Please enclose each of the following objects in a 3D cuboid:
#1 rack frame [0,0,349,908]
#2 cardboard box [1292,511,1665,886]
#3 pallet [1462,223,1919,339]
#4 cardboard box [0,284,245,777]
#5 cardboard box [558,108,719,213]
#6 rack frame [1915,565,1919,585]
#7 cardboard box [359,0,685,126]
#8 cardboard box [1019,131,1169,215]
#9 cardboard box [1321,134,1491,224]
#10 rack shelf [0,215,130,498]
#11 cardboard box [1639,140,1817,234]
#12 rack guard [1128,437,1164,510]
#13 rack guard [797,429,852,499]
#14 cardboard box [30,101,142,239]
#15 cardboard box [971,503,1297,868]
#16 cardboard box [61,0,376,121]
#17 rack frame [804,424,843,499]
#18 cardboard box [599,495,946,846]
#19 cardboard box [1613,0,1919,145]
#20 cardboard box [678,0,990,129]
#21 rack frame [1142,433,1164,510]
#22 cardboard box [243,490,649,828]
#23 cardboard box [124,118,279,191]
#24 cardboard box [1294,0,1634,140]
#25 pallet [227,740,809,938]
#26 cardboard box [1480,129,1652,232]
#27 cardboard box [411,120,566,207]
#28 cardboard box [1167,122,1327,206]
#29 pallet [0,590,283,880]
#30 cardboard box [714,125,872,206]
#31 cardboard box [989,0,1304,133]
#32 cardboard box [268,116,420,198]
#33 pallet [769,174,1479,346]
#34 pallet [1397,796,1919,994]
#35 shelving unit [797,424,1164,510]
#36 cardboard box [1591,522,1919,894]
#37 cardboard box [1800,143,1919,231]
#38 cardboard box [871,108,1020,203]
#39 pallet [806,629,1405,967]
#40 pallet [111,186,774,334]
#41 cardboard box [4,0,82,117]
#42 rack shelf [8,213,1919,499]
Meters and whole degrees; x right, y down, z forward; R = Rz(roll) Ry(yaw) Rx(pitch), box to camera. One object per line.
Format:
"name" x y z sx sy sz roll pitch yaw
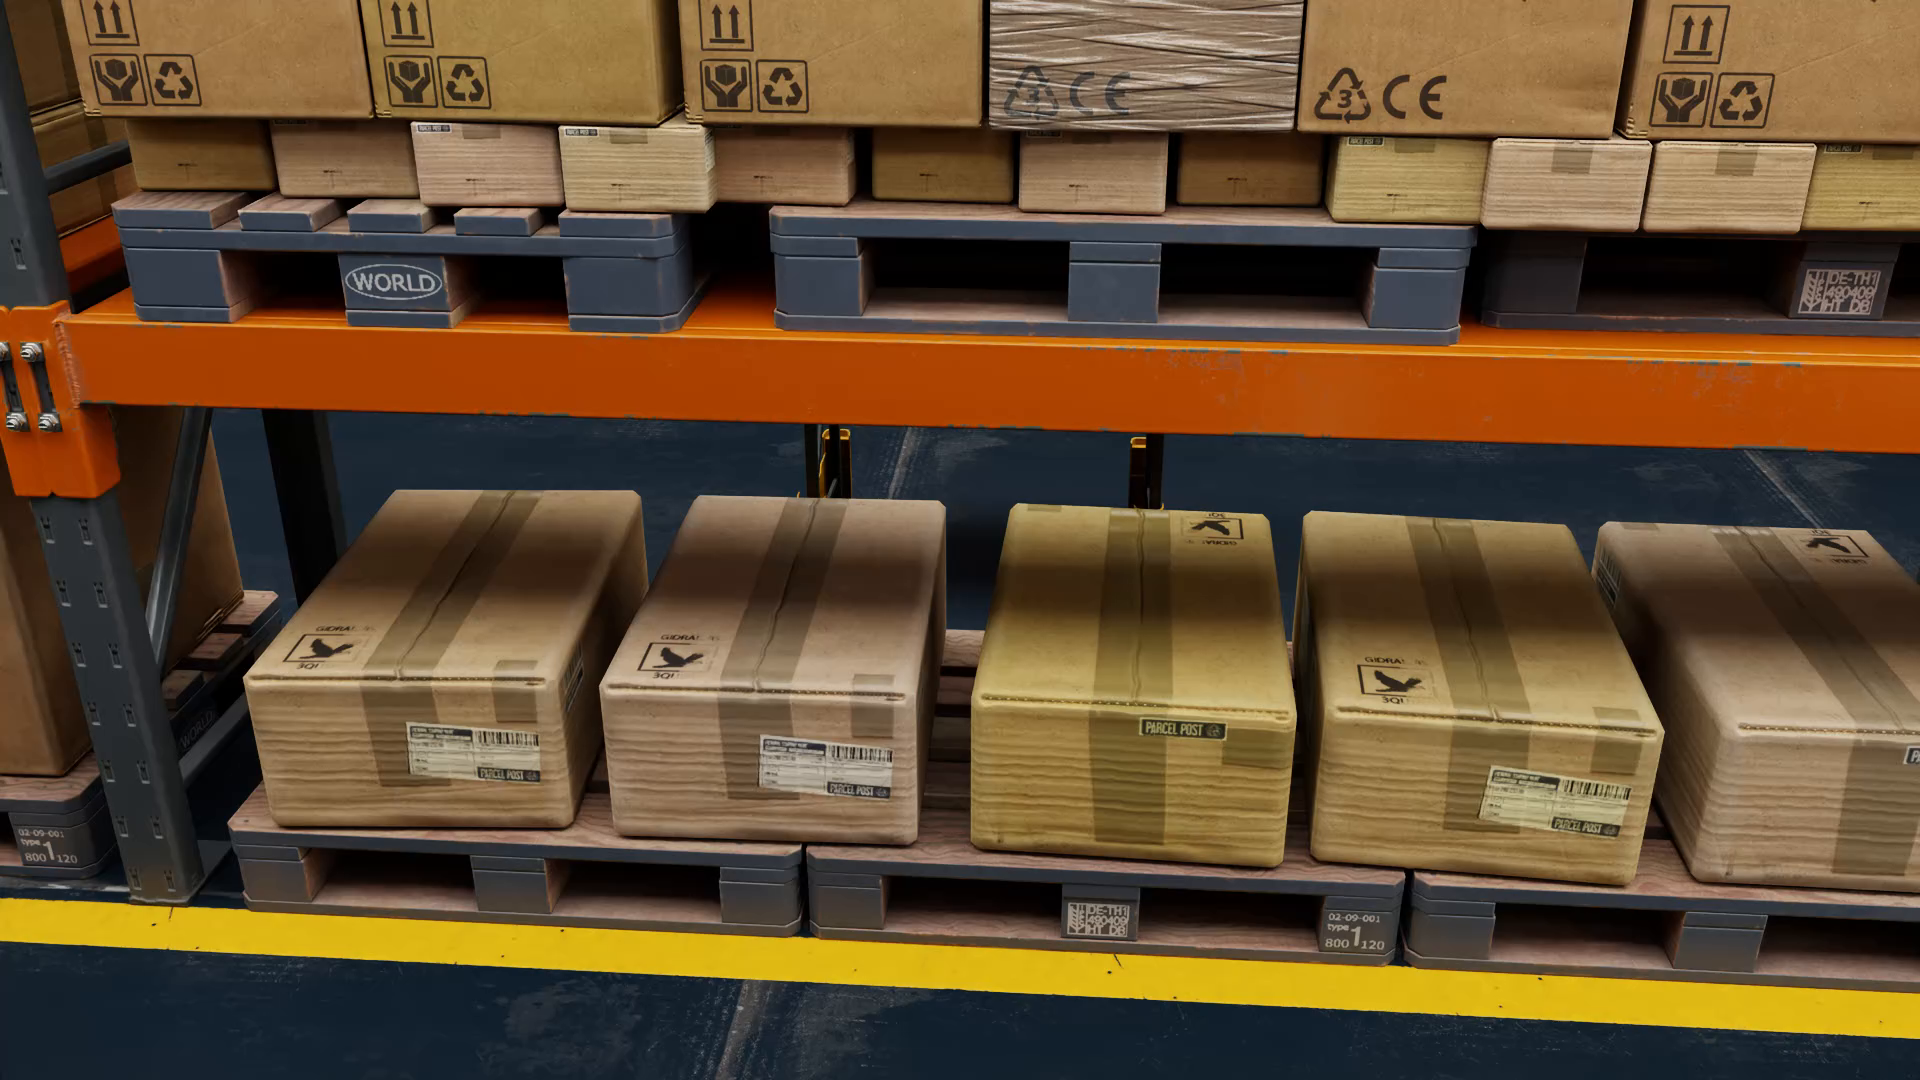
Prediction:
"rack frame" -1.672 -0.789 3.376 0.127 3.000 1.000 2 25 4
"cardboard box" 1.076 0.305 3.640 0.625 0.372 0.950 3 25 7
"pallet" 1.566 -0.659 3.322 1.213 0.211 1.003 2 25 4
"cardboard box" -2.354 -0.071 3.855 0.875 0.875 0.875 2 25 4
"cardboard box" -0.541 -0.709 3.001 0.250 0.149 0.380 2 25 4
"rack frame" 2.316 -0.661 3.097 0.127 3.000 1.000 2 25 4
"cardboard box" -0.721 -1.035 2.934 0.500 0.500 0.500 3 25 7
"cardboard box" 0.246 -0.706 2.993 0.250 0.149 0.380 3 25 6
"cardboard box" 0.766 -0.677 2.932 0.250 0.149 0.380 2 25 4
"rack shelf" -3.666 -0.526 3.665 4.000 0.370 1.077 2 25 4
"cardboard box" 1.261 -0.648 2.868 0.250 0.149 0.380 1 25 3
"rack guard" 0.573 -0.095 5.158 0.087 0.250 0.587 2 25 4
"rack guard" -0.421 -0.127 5.227 0.087 0.250 0.587 2 25 4
"cardboard box" -2.141 -0.841 3.669 0.500 0.250 0.500 1 25 3
"cardboard box" 0.383 0.283 3.687 0.625 0.372 0.950 3 25 6
"cardboard box" -1.241 -1.049 2.964 0.500 0.500 0.500 1 25 3
"rack frame" -0.422 -0.695 4.966 0.032 1.500 0.500 2 25 4
"cardboard box" -0.373 0.257 3.745 0.625 0.372 0.950 1 25 3
"cardboard box" 1.344 -0.966 2.784 0.500 0.500 0.500 2 25 4
"cardboard box" -0.191 -1.021 2.903 0.500 0.500 0.500 2 25 5
"rack frame" 0.592 -0.662 4.895 0.032 1.500 0.500 2 25 4
"cardboard box" -1.109 0.237 3.789 0.625 0.372 0.950 0 25 0
"cardboard box" -1.362 -0.777 3.149 0.250 0.149 0.380 0 25 1
"cardboard box" 0.830 -0.986 2.825 0.500 0.500 0.500 3 25 6
"pallet" -0.893 0.504 3.903 1.213 0.211 1.003 2 25 4
"cardboard box" 1.007 -0.654 2.882 0.250 0.149 0.380 2 25 4
"cardboard box" -0.813 -0.726 3.038 0.250 0.149 0.380 0 25 1
"cardboard box" 0.511 -0.729 3.043 0.250 0.149 0.380 1 25 2
"pallet" -2.452 0.421 4.082 1.213 0.211 1.003 2 25 4
"cardboard box" -0.294 -0.734 3.054 0.250 0.149 0.380 3 25 7
"cardboard box" 0.307 -1.002 2.861 0.500 0.500 0.500 1 25 2
"cardboard box" -1.083 -0.754 3.099 0.250 0.149 0.380 0 25 1
"pallet" 0.305 -0.655 3.315 1.213 0.211 1.003 2 25 4
"pallet" 1.540 0.582 3.733 1.213 0.211 1.003 2 25 4
"shelving unit" 0.076 -0.679 4.931 1.083 1.500 0.587 2 25 4
"cardboard box" 1.793 0.327 3.593 0.625 0.372 0.950 2 25 5
"cardboard box" 1.521 -0.655 2.882 0.250 0.149 0.380 1 25 2
"cardboard box" -0.010 -0.741 3.070 0.250 0.149 0.380 3 25 6
"pallet" 0.320 0.544 3.816 1.213 0.211 1.003 2 25 4
"pallet" -0.953 -0.723 3.463 1.003 0.211 1.213 2 25 4
"cardboard box" -2.158 -1.067 3.561 0.500 0.250 0.500 2 25 4
"rack shelf" 0.322 -0.398 3.387 4.000 0.370 1.077 2 25 4
